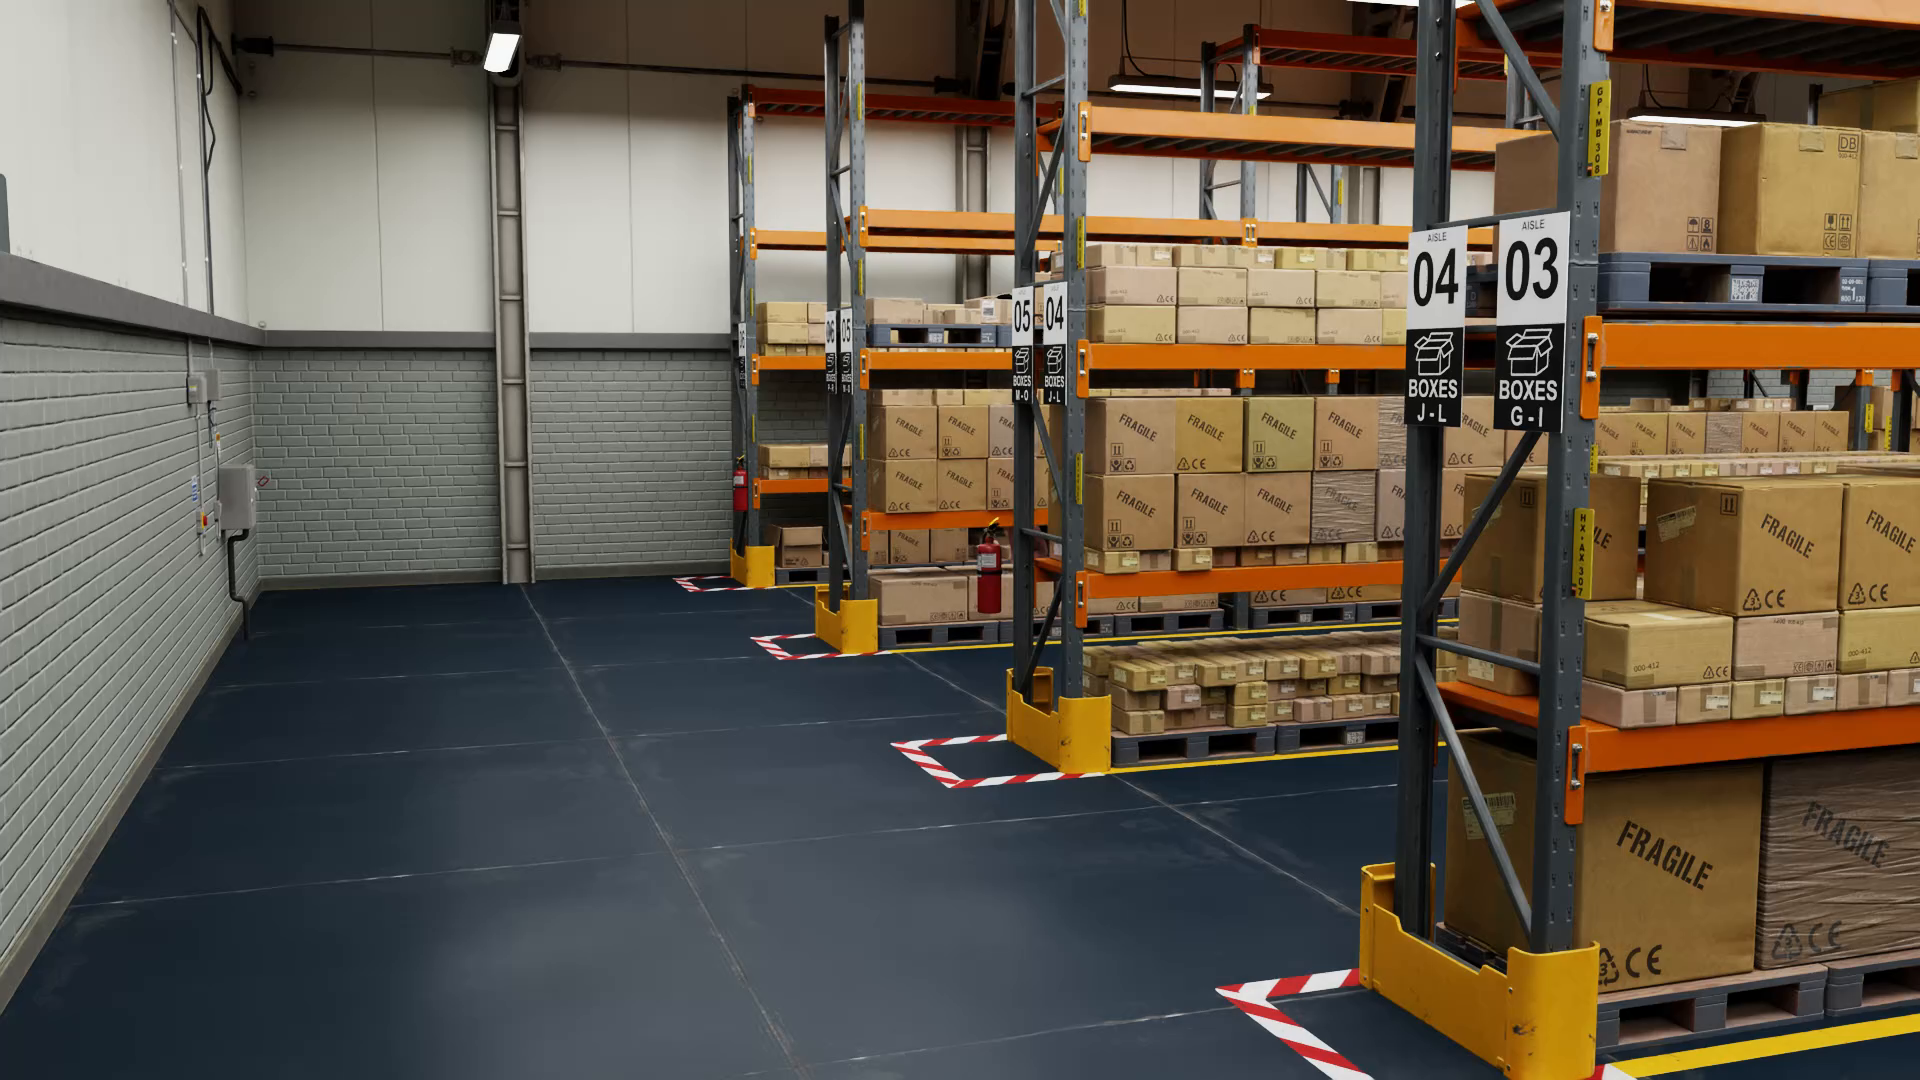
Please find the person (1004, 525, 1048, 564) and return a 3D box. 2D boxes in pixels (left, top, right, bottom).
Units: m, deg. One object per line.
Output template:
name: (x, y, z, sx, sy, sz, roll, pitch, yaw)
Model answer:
person: (0.714, -0.154, 19.146, 0.475, 1.715, 0.438, 4, 7, 37)
